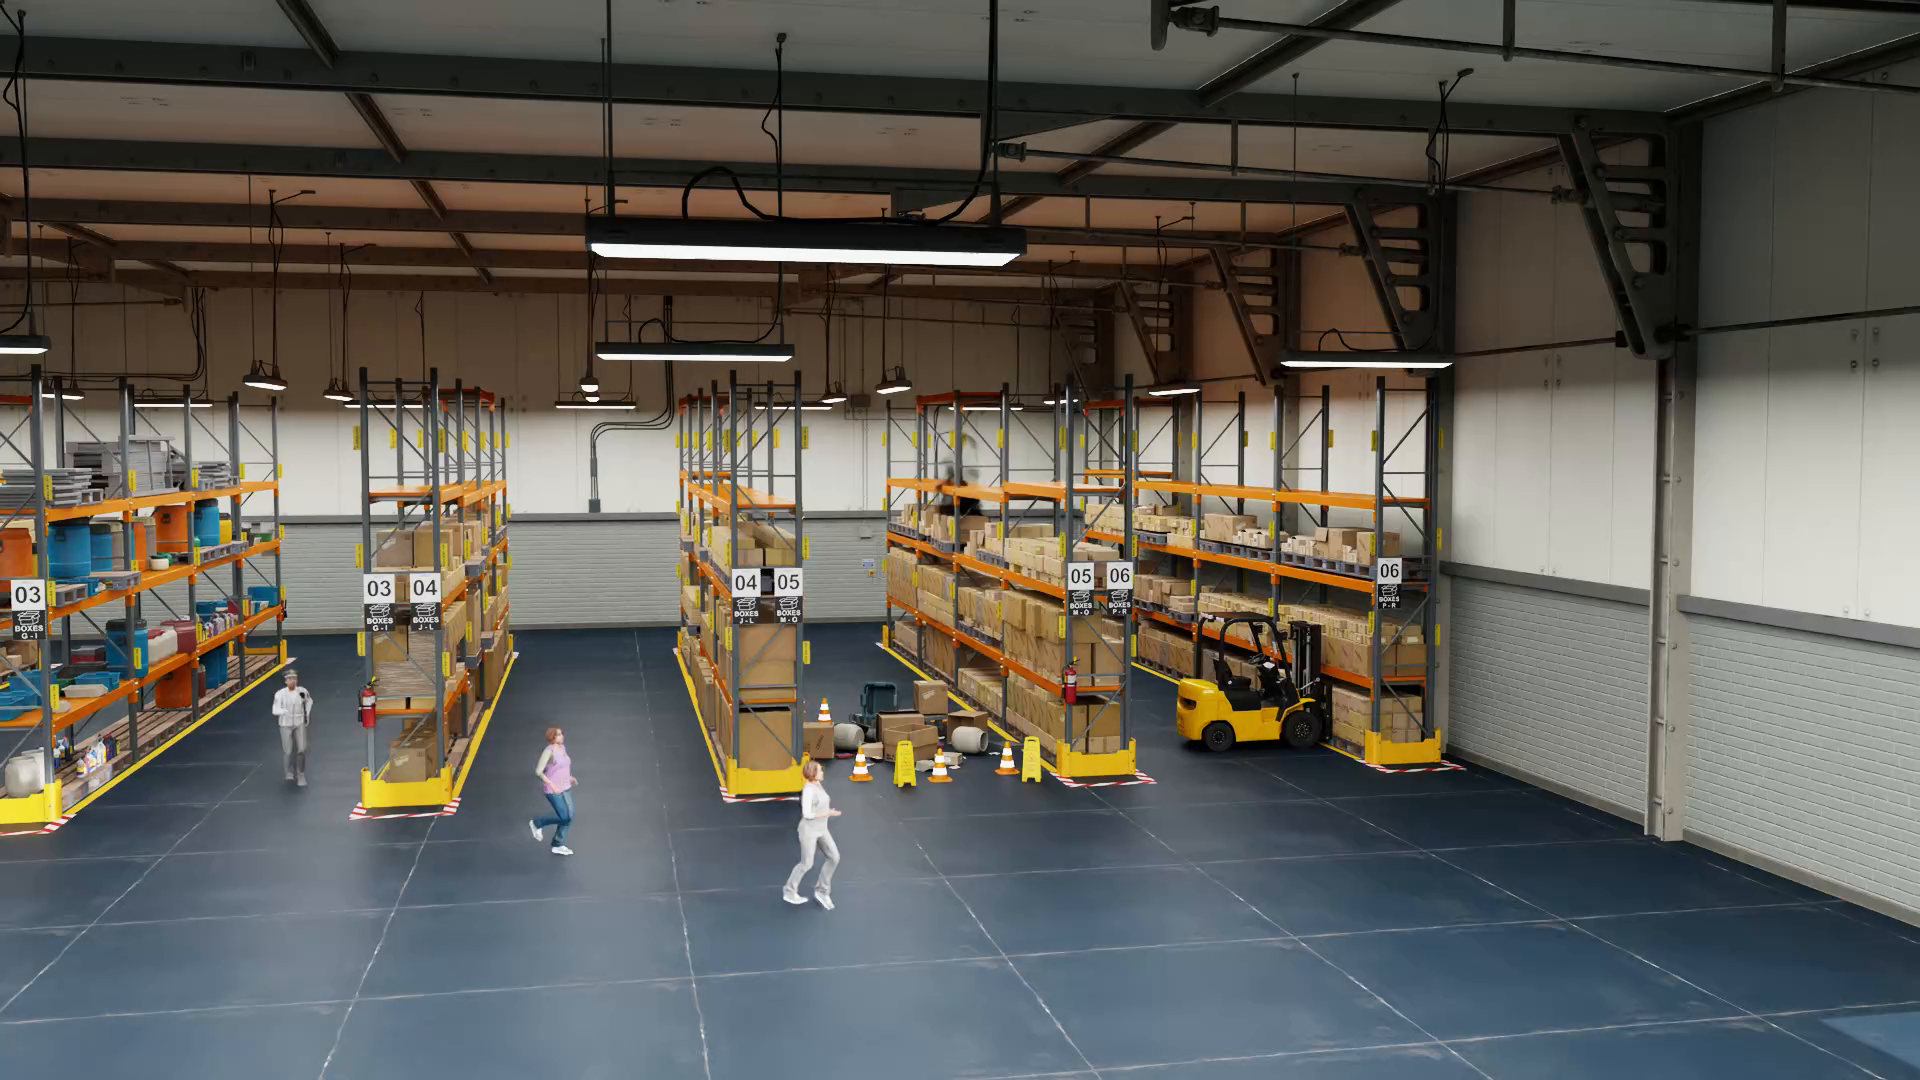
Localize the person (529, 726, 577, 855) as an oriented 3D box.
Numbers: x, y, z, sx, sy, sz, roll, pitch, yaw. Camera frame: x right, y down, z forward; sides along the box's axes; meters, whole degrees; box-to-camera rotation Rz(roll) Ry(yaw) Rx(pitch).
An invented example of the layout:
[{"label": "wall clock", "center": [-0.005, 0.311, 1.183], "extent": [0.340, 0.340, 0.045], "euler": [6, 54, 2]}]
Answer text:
[{"label": "person", "center": [-4.939, 3.040, 20.178], "extent": [0.549, 1.539, 0.537], "euler": [1, 4, 20]}]

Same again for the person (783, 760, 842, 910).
[{"label": "person", "center": [-1.563, 3.161, 17.711], "extent": [0.702, 1.620, 0.512], "euler": [1, 4, 20]}]

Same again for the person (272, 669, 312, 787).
[{"label": "person", "center": [-9.685, 2.727, 24.163], "extent": [0.561, 1.726, 0.753], "euler": [-2, 4, -26]}]
